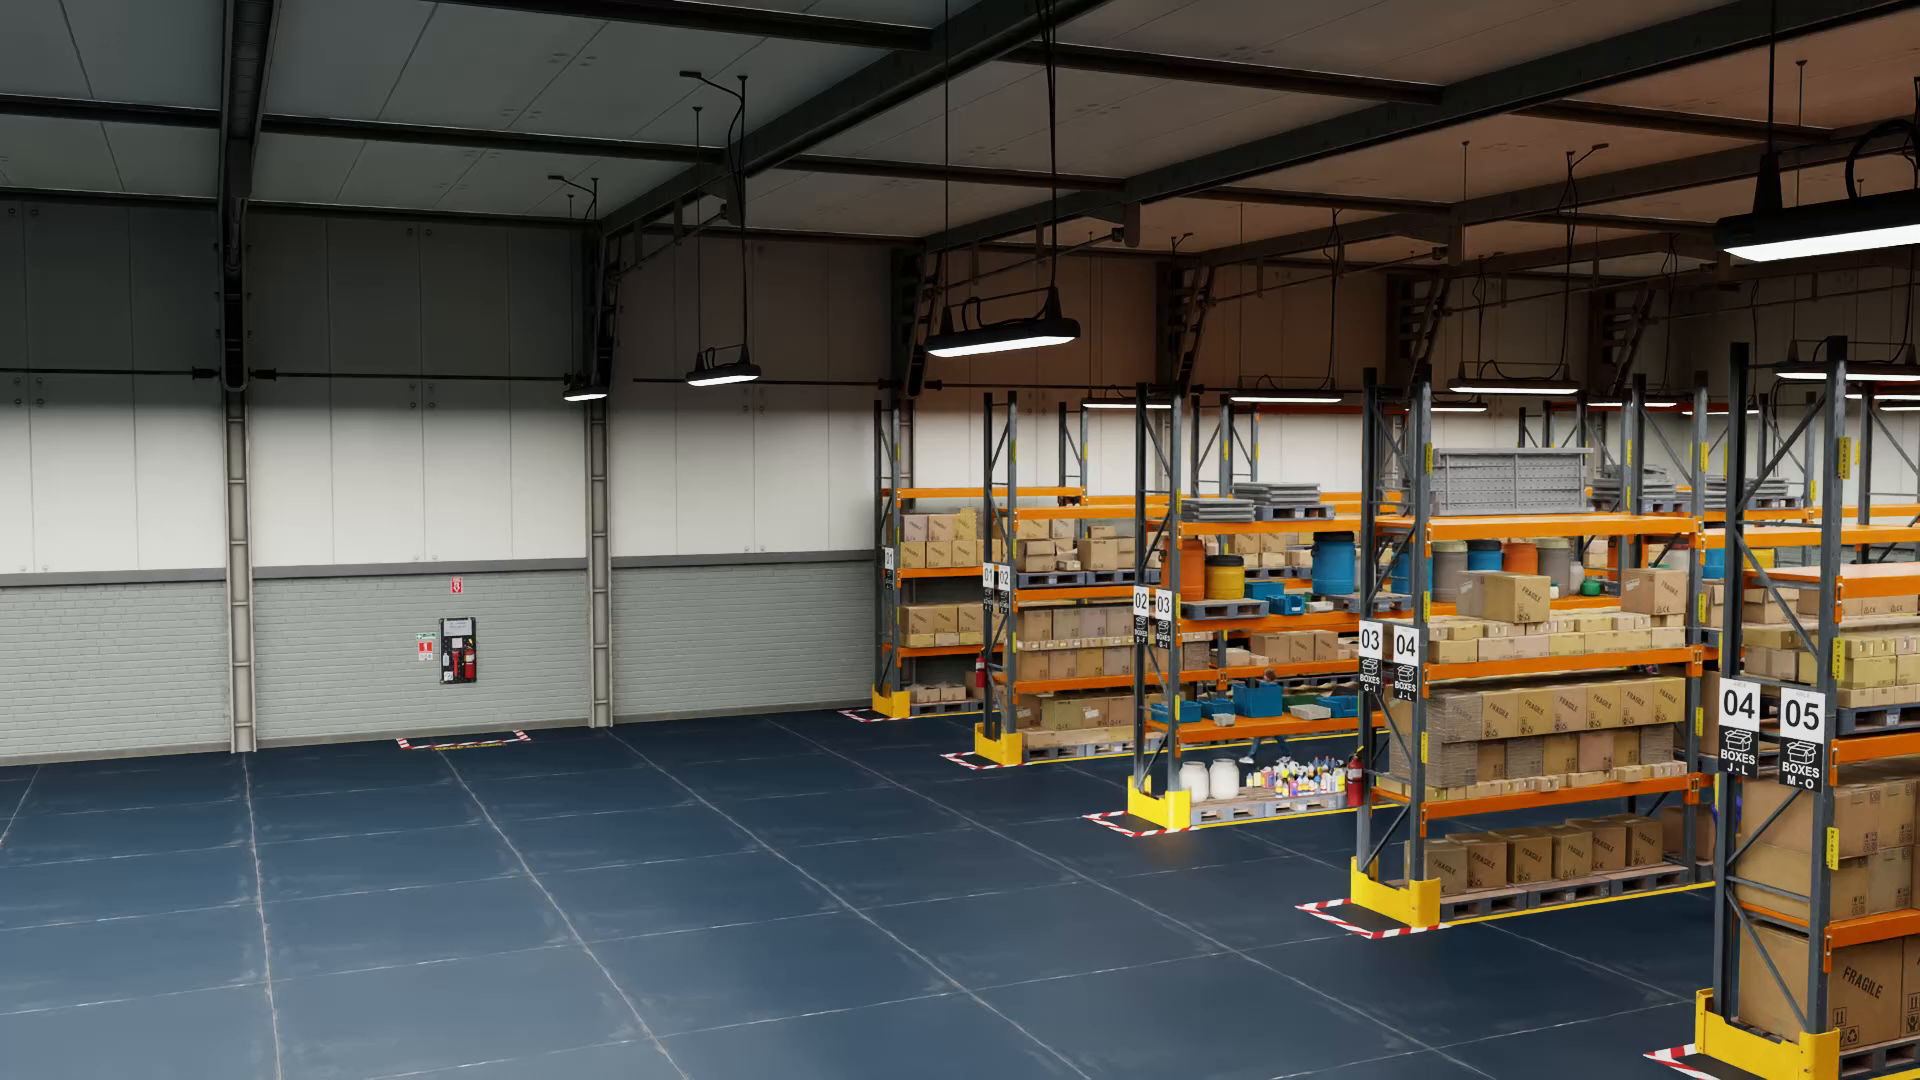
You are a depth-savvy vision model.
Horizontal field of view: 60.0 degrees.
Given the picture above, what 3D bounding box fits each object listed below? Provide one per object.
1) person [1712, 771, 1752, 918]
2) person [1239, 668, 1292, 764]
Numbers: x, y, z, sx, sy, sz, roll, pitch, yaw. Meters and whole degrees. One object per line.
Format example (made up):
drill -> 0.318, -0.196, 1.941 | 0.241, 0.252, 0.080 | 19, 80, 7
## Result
person -> 8.460, 3.306, 18.085 | 0.532, 1.629, 0.482 | -1, 3, -9
person -> 4.917, 2.822, 26.627 | 0.934, 1.546, 0.435 | -2, 4, -25
